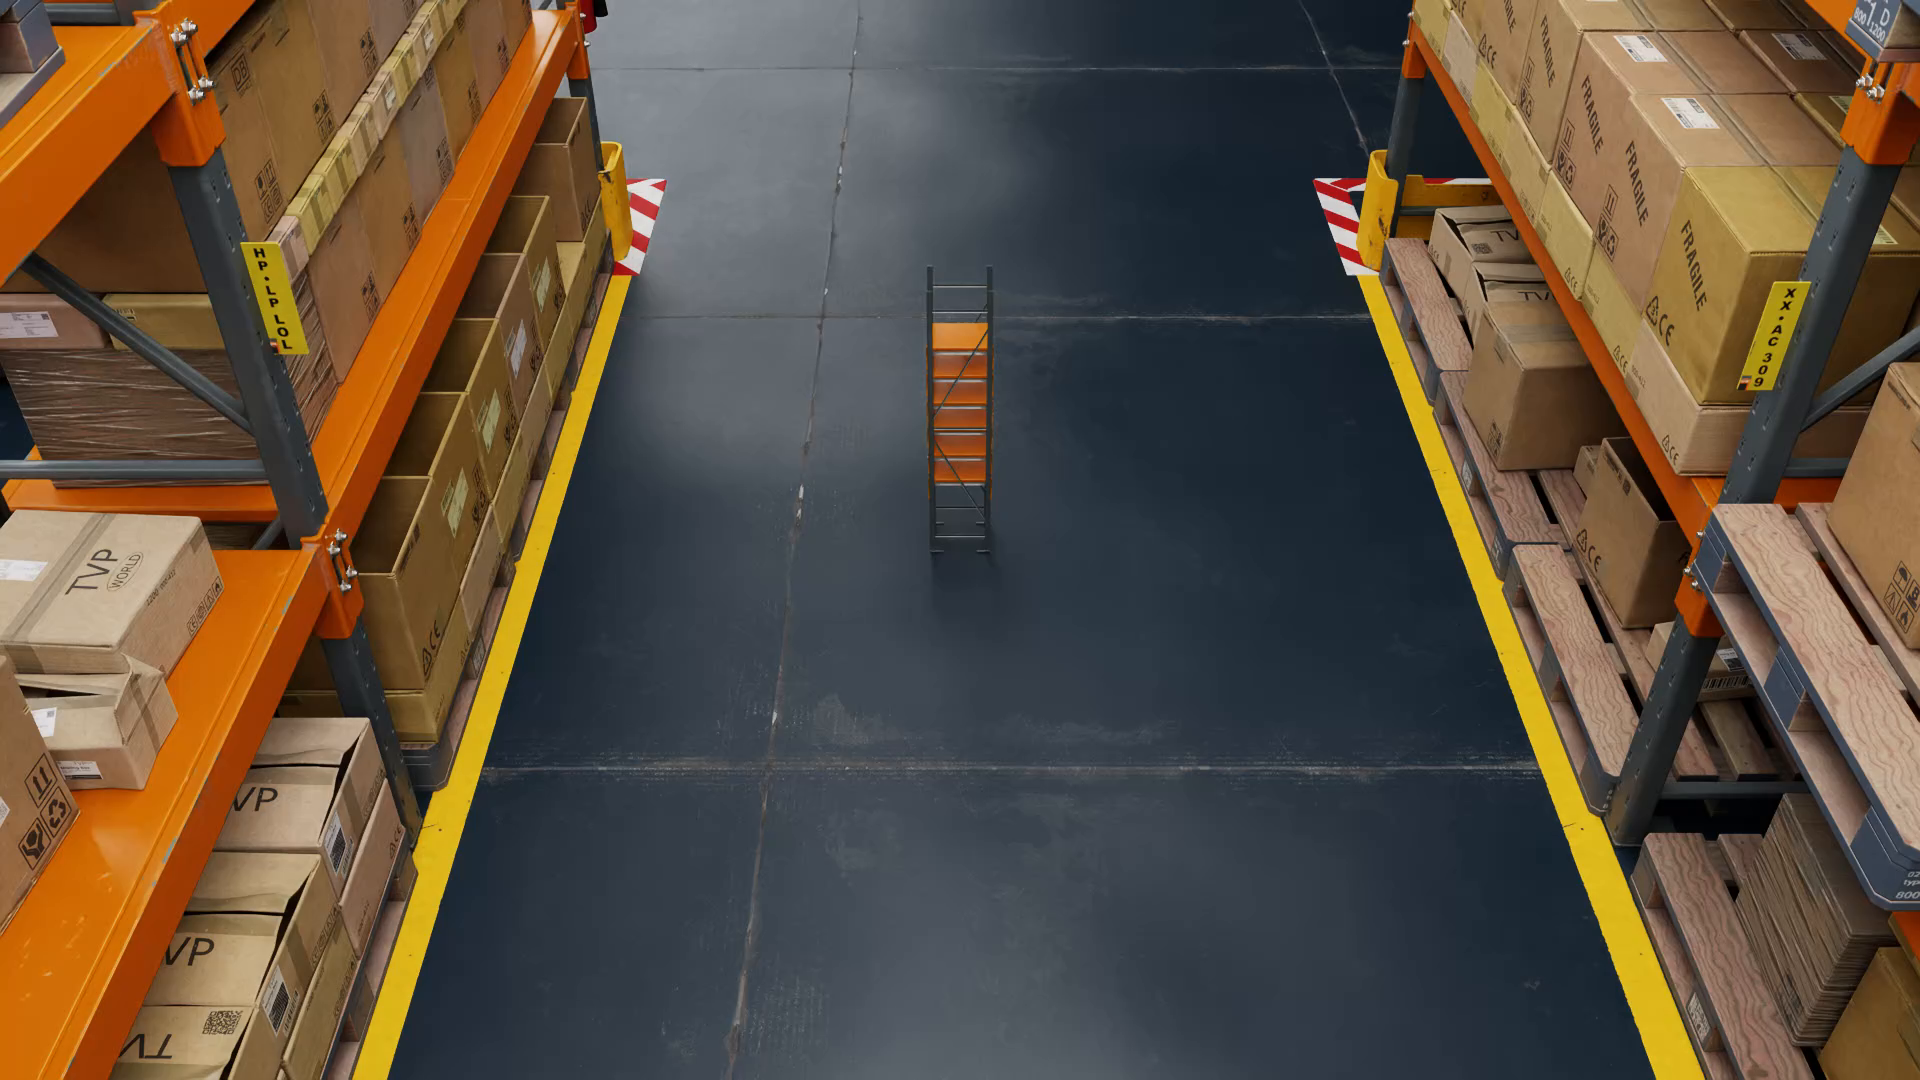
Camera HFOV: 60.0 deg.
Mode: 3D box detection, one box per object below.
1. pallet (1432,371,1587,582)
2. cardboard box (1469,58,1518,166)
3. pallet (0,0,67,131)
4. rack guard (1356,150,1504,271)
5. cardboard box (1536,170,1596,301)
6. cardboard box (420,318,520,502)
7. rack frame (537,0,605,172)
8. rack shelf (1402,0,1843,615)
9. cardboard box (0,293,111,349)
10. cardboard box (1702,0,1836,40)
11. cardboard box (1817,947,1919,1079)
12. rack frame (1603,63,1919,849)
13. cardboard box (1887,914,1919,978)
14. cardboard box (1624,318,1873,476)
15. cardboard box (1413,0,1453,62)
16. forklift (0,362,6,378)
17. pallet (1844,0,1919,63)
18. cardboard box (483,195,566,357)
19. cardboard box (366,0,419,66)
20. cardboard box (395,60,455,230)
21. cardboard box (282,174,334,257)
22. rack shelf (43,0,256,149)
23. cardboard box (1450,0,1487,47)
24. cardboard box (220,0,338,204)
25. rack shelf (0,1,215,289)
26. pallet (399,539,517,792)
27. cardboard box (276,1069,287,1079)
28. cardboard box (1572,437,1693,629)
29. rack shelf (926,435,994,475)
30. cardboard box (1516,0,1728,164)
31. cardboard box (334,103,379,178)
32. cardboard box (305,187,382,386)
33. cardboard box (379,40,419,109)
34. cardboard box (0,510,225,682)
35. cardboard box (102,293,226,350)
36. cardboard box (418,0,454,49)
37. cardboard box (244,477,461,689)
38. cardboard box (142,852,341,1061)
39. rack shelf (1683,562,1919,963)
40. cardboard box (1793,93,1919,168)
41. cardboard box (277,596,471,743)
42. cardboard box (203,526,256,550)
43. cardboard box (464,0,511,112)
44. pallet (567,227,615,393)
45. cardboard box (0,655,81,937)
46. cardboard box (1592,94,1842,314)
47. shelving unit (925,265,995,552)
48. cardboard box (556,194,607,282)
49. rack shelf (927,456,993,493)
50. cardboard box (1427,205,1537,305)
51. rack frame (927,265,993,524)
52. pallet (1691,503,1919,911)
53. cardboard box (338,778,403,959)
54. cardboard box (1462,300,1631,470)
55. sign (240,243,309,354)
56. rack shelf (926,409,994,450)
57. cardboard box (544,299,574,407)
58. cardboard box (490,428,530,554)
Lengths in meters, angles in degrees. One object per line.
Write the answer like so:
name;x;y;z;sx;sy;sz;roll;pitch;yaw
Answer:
pallet;2.616;-0.290;6.943;1.003;0.211;1.213;0;39;0
cardboard box;2.344;-1.696;6.571;0.500;0.250;0.500;-1;39;-1
pallet;-2.284;-0.732;3.019;0.805;0.209;1.217;-1;39;-2
rack guard;2.652;-1.672;8.437;1.175;0.500;0.348;0;39;0
cardboard box;2.344;-1.065;5.784;0.500;0.250;0.500;0;39;0
cardboard box;-1.986;-0.487;6.222;0.500;0.500;0.500;0;39;0
rack frame;-2.302;-2.689;7.707;1.000;3.000;0.127;0;39;0
rack shelf;2.654;-1.164;6.379;1.077;0.370;4.000;0;39;0
cardboard box;-2.512;-0.650;4.563;0.380;0.149;0.250;0;39;0
cardboard box;2.861;-1.689;5.964;0.500;0.500;0.500;0;39;1
cardboard box;2.724;1.394;4.259;0.700;0.500;0.500;-1;39;-1
rack frame;2.656;-0.194;4.593;1.000;3.000;0.127;0;39;0
cardboard box;2.678;1.053;4.085;0.500;0.250;0.500;-1;39;-1
cardboard box;2.352;-0.439;5.003;0.500;0.250;0.500;0;39;0
cardboard box;2.335;-2.339;7.374;0.500;0.250;0.500;-1;39;-1
forklift;-5.078;-1.897;6.773;3.031;2.935;1.130;-28;46;-30
pallet;2.550;-0.905;3.232;1.213;0.211;1.003;0;39;0
cardboard box;-1.988;-1.112;7.002;0.500;0.500;0.500;0;39;0
cardboard box;-2.306;-1.952;5.670;0.700;0.500;0.500;0;39;0
cardboard box;-2.310;-1.468;6.103;0.700;0.500;0.500;1;39;1
cardboard box;-2.107;-0.966;4.959;0.380;0.149;0.250;-1;39;-1
rack shelf;-2.300;-2.328;5.433;1.077;0.370;4.000;0;39;0
cardboard box;2.342;-2.329;6.762;0.500;0.500;0.500;0;39;0
cardboard box;-2.306;-1.326;4.889;0.700;0.500;0.500;0;39;0
rack shelf;-2.295;0.173;2.312;1.077;0.370;4.000;0;39;0
pallet;-2.257;0.403;6.078;1.003;0.211;1.213;0;39;0
cardboard box;-2.007;1.617;4.197;0.500;0.250;0.500;1;39;1
cardboard box;2.615;-0.039;6.047;0.500;0.500;0.500;-3;39;-3
rack shelf;0.000;-0.349;6.489;0.258;0.103;0.180;0;39;0
cardboard box;2.349;-1.683;5.956;0.500;0.500;0.500;1;39;1
cardboard box;-2.106;-1.287;5.358;0.380;0.149;0.250;-1;39;-2
cardboard box;-2.311;-0.834;5.312;0.700;0.500;0.500;0;39;-1
cardboard box;-2.110;-1.617;5.770;0.380;0.149;0.250;0;39;0
cardboard box;-2.253;0.179;4.248;0.500;0.250;0.500;2;39;3
cardboard box;-2.104;-0.648;4.561;0.380;0.149;0.250;0;39;0
cardboard box;-2.108;-1.933;6.164;0.380;0.149;0.250;1;39;1
cardboard box;-1.985;0.139;5.442;0.500;0.500;0.500;0;39;0
cardboard box;-2.003;1.081;4.417;0.500;0.311;0.500;1;39;1
rack shelf;2.658;1.338;3.257;1.077;0.370;4.000;0;39;0
cardboard box;2.868;-1.053;5.170;0.500;0.500;0.500;0;39;0
cardboard box;-1.995;0.431;5.676;0.500;0.250;0.500;0;39;0
cardboard box;-2.506;-0.174;5.831;0.500;0.500;0.500;0;39;0
cardboard box;-2.309;-2.108;6.902;0.700;0.500;0.500;1;39;1
pallet;-2.259;-1.123;7.982;1.003;0.211;1.213;0;39;0
cardboard box;-2.312;0.583;3.544;0.500;0.500;0.500;3;39;3
cardboard box;2.340;-1.043;5.157;0.500;0.500;0.500;0;39;0
shelving unit;0.000;-0.477;6.386;0.258;1.200;0.189;0;39;0
cardboard box;-2.006;-1.445;8.017;0.500;0.250;0.500;0;39;0
rack shelf;0.000;-0.255;6.564;0.258;0.103;0.180;0;39;0
cardboard box;2.562;-1.385;7.878;0.500;0.311;0.500;-4;39;-5
rack frame;0.000;-0.534;6.457;0.240;1.200;0.006;0;39;0
pallet;2.512;0.359;4.056;1.003;0.211;1.213;0;39;0
cardboard box;-2.007;0.981;4.991;0.500;0.250;0.500;0;39;0
cardboard box;2.514;-0.643;6.801;0.700;0.500;0.500;-2;39;-3
sign;-1.755;-0.615;4.256;0.100;0.325;0.005;0;39;0
rack shelf;0.000;-0.443;6.414;0.258;0.103;0.180;0;39;0
cardboard box;-1.991;-0.819;7.237;0.500;0.250;0.500;0;39;0
cardboard box;-1.986;-0.194;6.457;0.500;0.250;0.500;0;39;0
